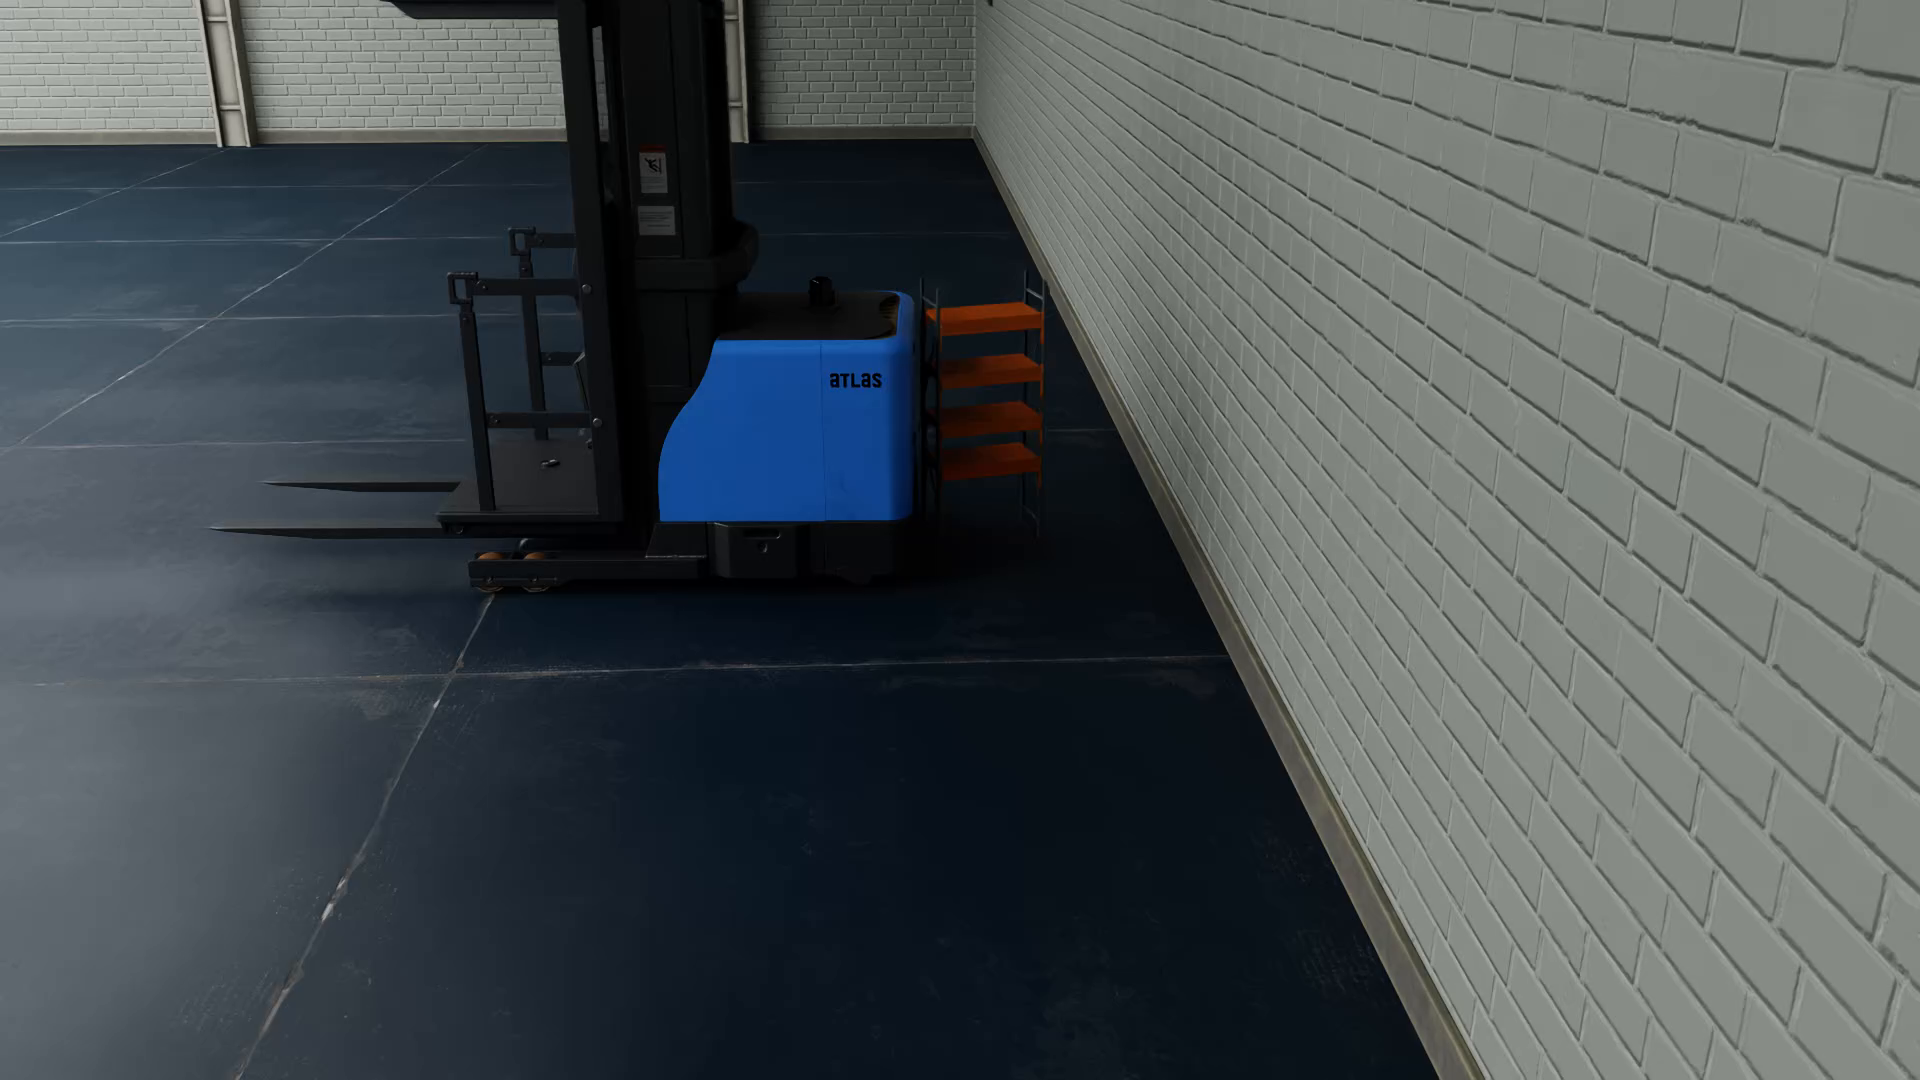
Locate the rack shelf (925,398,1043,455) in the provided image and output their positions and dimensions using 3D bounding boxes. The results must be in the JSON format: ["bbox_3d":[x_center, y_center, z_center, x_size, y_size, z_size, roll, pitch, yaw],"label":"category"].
[{"bbox_3d":[0.101,-0.511,7.463,0.480,0.148,0.258,-7,22,-18],"label":"rack shelf"}]

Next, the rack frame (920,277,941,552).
[{"bbox_3d":[-0.130,-0.545,7.364,0.015,1.200,0.240,-7,22,-18],"label":"rack frame"}]

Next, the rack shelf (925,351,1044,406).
[{"bbox_3d":[0.101,-0.719,7.382,0.480,0.148,0.258,-7,22,-18],"label":"rack shelf"}]

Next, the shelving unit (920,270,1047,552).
[{"bbox_3d":[0.101,-0.573,7.439,0.503,1.200,0.258,-7,22,-18],"label":"shelving unit"}]

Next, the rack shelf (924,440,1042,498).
[{"bbox_3d":[0.100,-0.326,7.535,0.480,0.148,0.258,-7,22,-18],"label":"rack shelf"}]

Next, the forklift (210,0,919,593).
[{"bbox_3d":[-1.709,-1.336,7.010,3.031,2.935,1.130,0,21,0],"label":"forklift"}]

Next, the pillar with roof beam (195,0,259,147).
[{"bbox_3d":[-8.540,-7.486,14.637,0.400,9.000,9.100,-1,21,-3],"label":"pillar with roof beam"}]

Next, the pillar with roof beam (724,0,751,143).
[{"bbox_3d":[-2.550,-7.608,14.957,0.400,9.000,9.100,-1,21,-3],"label":"pillar with roof beam"}]

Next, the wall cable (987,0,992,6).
[{"bbox_3d":[0.221,-7.276,18.450,0.112,2.526,3.097,-1,21,-3],"label":"wall cable"}]

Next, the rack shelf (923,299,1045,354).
[{"bbox_3d":[0.102,-0.940,7.297,0.480,0.148,0.258,-7,22,-18],"label":"rack shelf"}]

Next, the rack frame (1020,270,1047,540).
[{"bbox_3d":[0.331,-0.602,7.513,0.015,1.200,0.240,-7,22,-18],"label":"rack frame"}]
